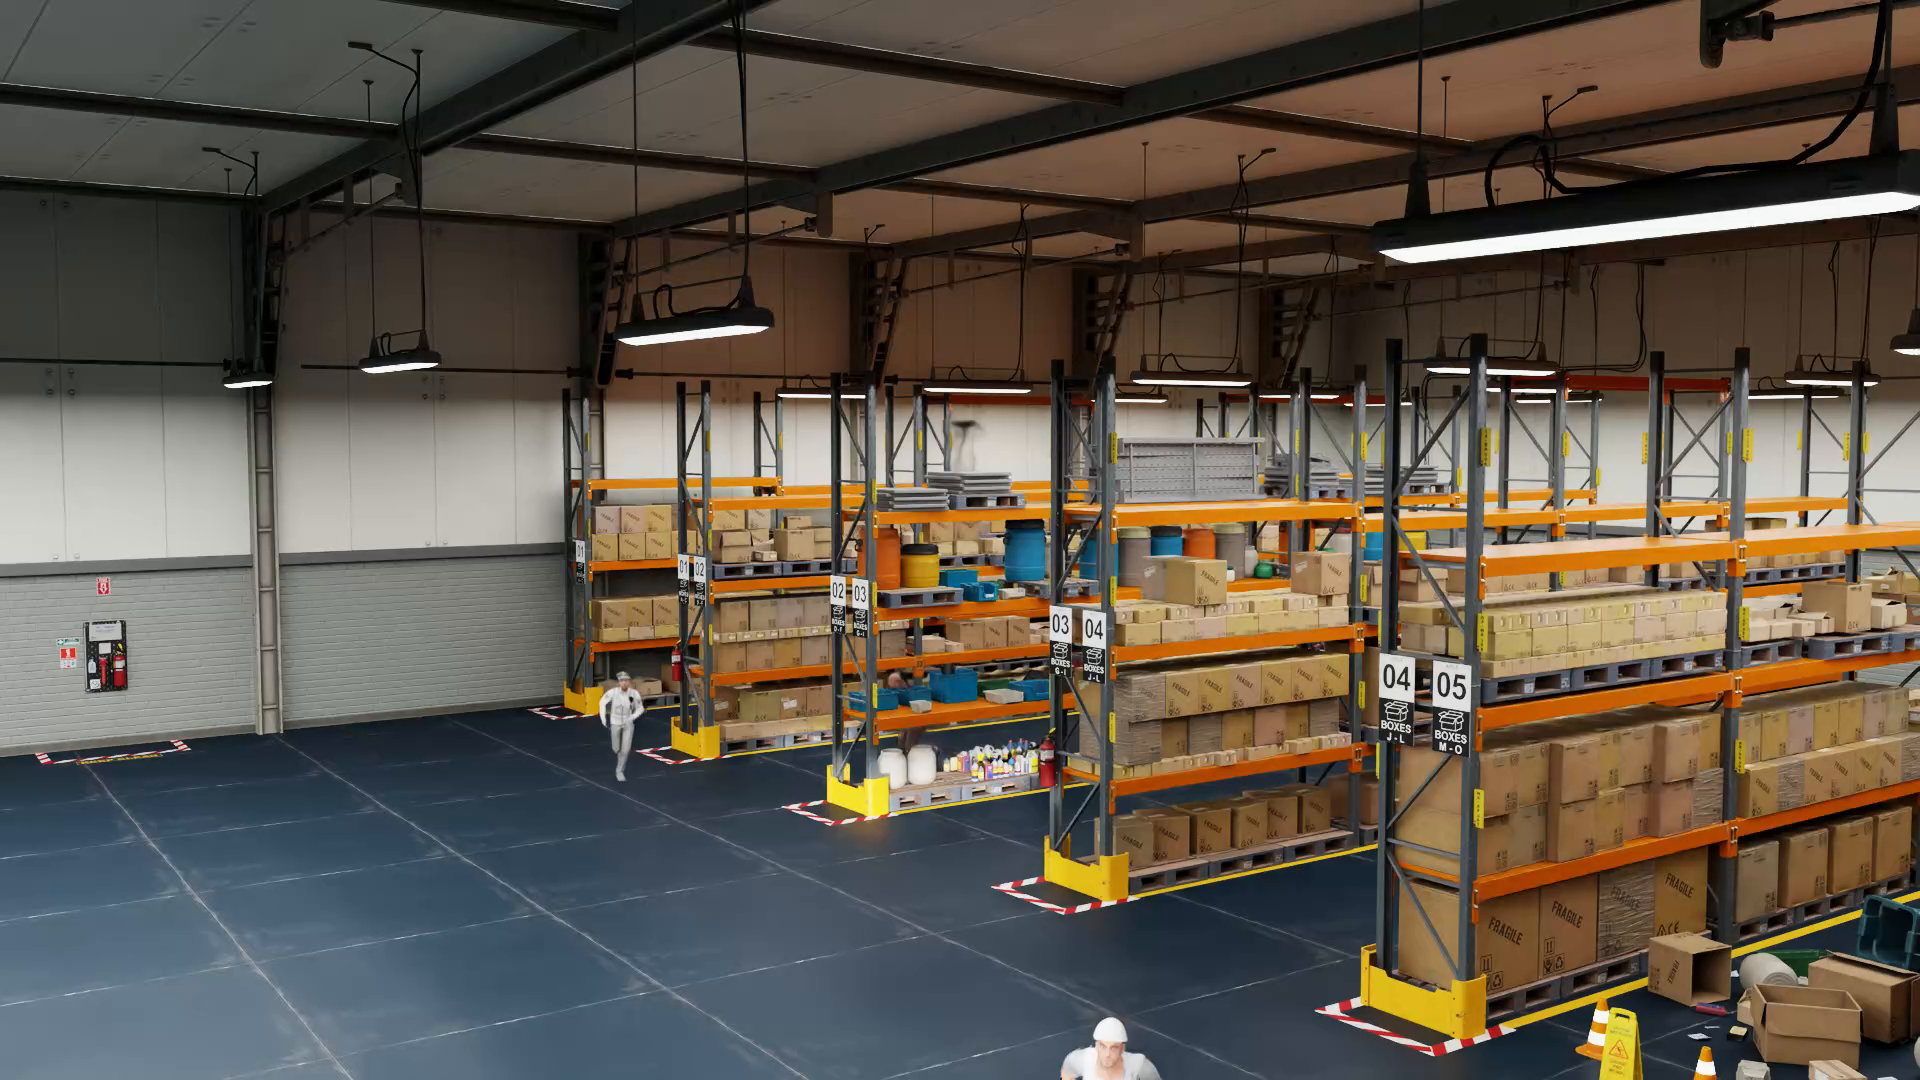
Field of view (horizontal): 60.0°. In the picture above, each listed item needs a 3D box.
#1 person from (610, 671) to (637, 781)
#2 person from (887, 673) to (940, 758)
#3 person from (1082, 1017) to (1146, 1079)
[{"bbox_3d":[-5.040,2.763,24.922,0.400,1.650,0.524,-1,4,-10],"label":"person"},{"bbox_3d":[-0.689,2.784,25.052,0.850,1.576,0.597,-1,4,-20],"label":"person"},{"bbox_3d":[0.930,3.245,9.998,0.417,0.837,0.551,1,4,10],"label":"person"}]
